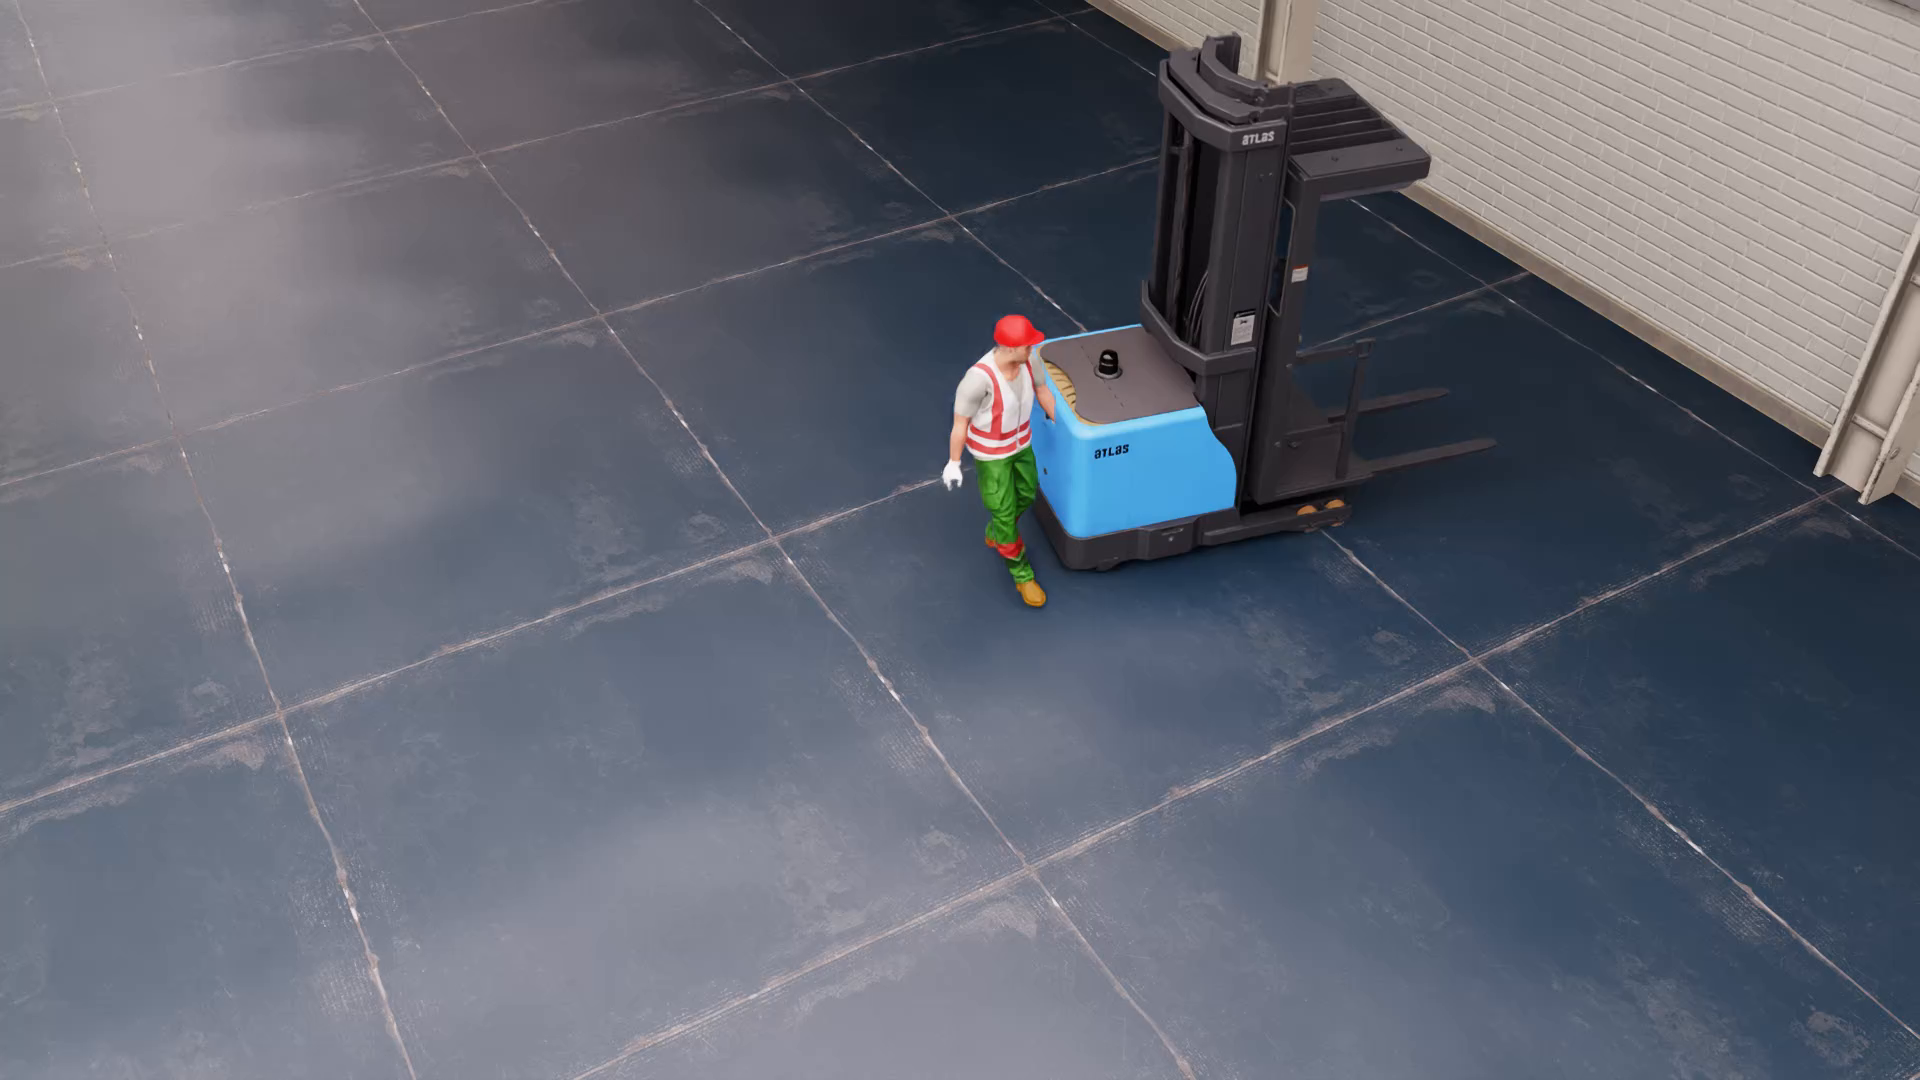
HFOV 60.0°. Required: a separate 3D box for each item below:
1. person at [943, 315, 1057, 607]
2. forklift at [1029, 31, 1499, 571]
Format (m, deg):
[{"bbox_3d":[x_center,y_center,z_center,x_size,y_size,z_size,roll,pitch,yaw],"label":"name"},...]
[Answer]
[{"bbox_3d":[0.352,-0.472,9.547,0.715,1.743,0.781,31,49,32],"label":"person"},{"bbox_3d":[1.936,-1.488,9.830,3.031,2.935,1.130,-12,41,-14],"label":"forklift"}]
